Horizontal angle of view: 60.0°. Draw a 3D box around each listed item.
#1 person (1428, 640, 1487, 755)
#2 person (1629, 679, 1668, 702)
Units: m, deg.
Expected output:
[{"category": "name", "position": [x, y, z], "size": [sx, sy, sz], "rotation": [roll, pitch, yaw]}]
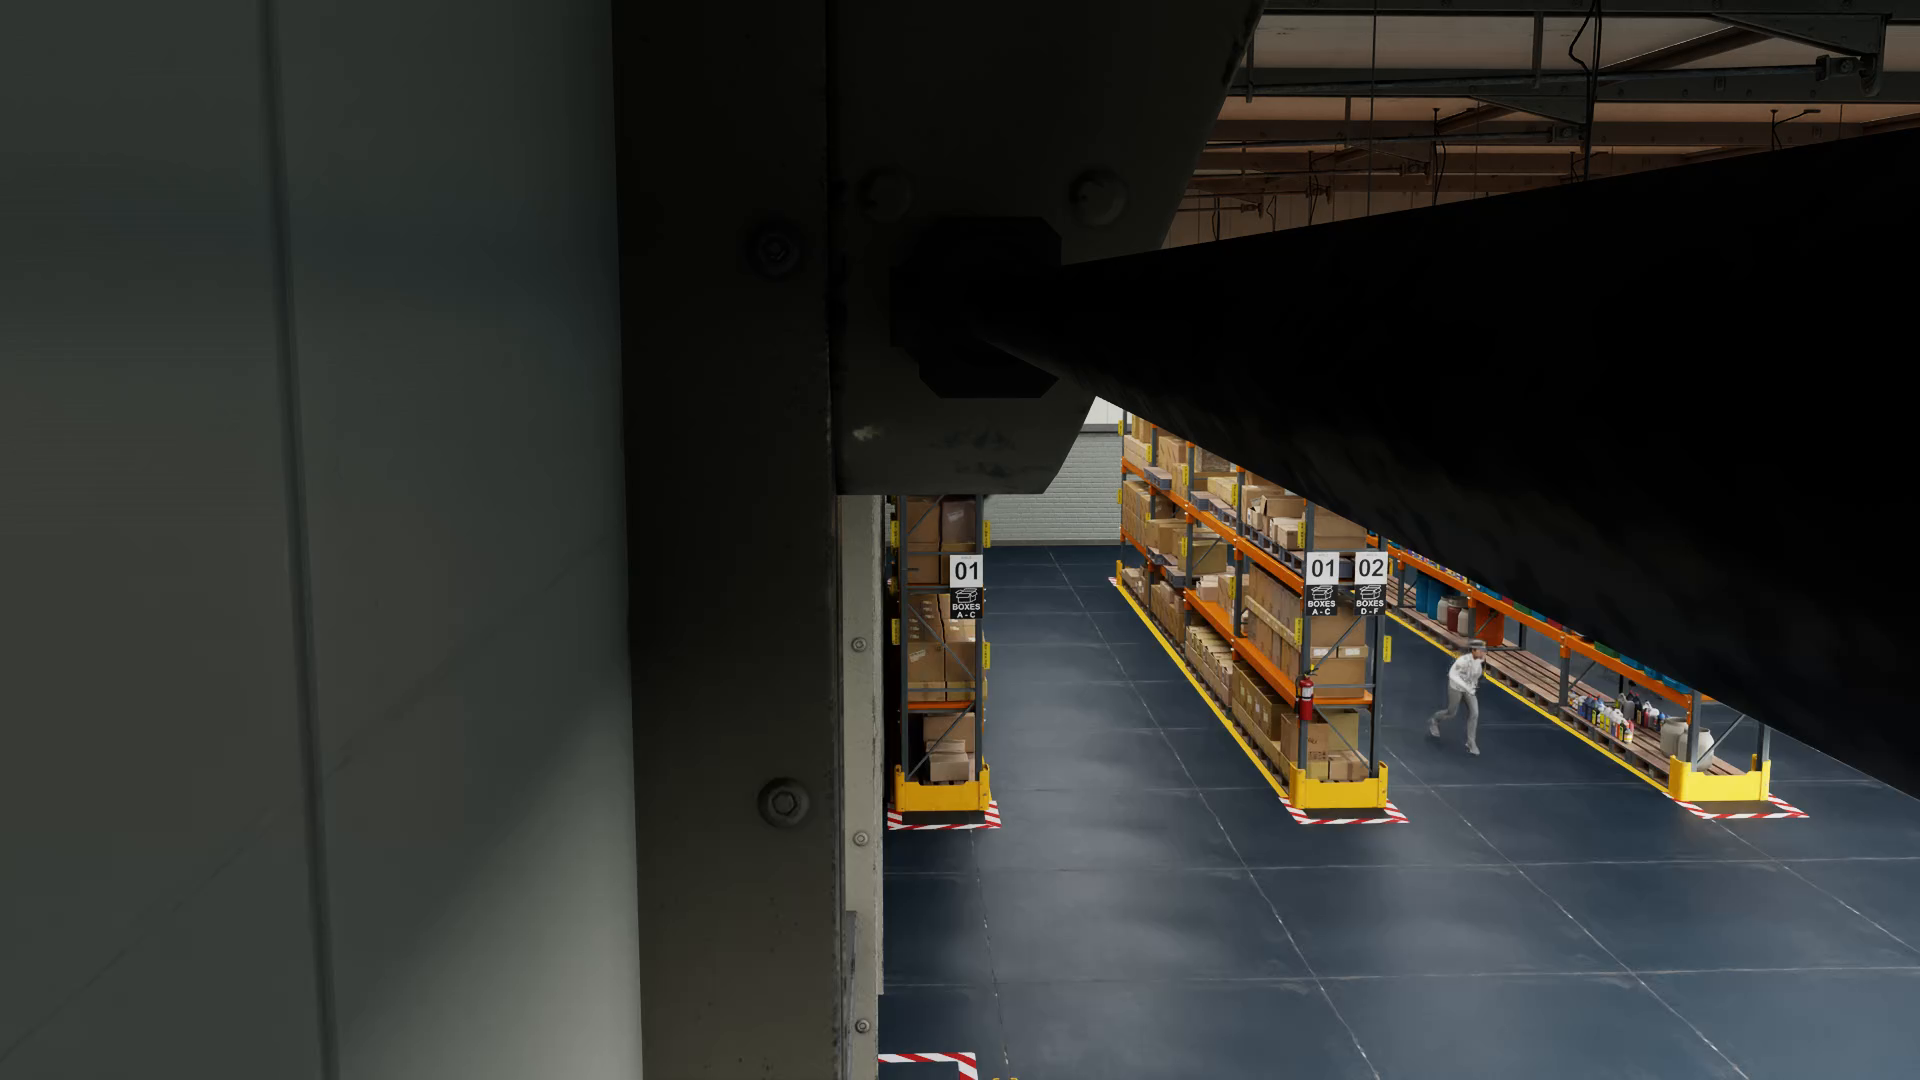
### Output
[{"category": "person", "position": [6.989, 2.137, 23.358], "size": [0.655, 1.623, 0.978], "rotation": [-5, 10, -31]}, {"category": "person", "position": [10.986, 1.673, 26.351], "size": [0.700, 1.682, 0.959], "rotation": [-2, 9, -13]}]
